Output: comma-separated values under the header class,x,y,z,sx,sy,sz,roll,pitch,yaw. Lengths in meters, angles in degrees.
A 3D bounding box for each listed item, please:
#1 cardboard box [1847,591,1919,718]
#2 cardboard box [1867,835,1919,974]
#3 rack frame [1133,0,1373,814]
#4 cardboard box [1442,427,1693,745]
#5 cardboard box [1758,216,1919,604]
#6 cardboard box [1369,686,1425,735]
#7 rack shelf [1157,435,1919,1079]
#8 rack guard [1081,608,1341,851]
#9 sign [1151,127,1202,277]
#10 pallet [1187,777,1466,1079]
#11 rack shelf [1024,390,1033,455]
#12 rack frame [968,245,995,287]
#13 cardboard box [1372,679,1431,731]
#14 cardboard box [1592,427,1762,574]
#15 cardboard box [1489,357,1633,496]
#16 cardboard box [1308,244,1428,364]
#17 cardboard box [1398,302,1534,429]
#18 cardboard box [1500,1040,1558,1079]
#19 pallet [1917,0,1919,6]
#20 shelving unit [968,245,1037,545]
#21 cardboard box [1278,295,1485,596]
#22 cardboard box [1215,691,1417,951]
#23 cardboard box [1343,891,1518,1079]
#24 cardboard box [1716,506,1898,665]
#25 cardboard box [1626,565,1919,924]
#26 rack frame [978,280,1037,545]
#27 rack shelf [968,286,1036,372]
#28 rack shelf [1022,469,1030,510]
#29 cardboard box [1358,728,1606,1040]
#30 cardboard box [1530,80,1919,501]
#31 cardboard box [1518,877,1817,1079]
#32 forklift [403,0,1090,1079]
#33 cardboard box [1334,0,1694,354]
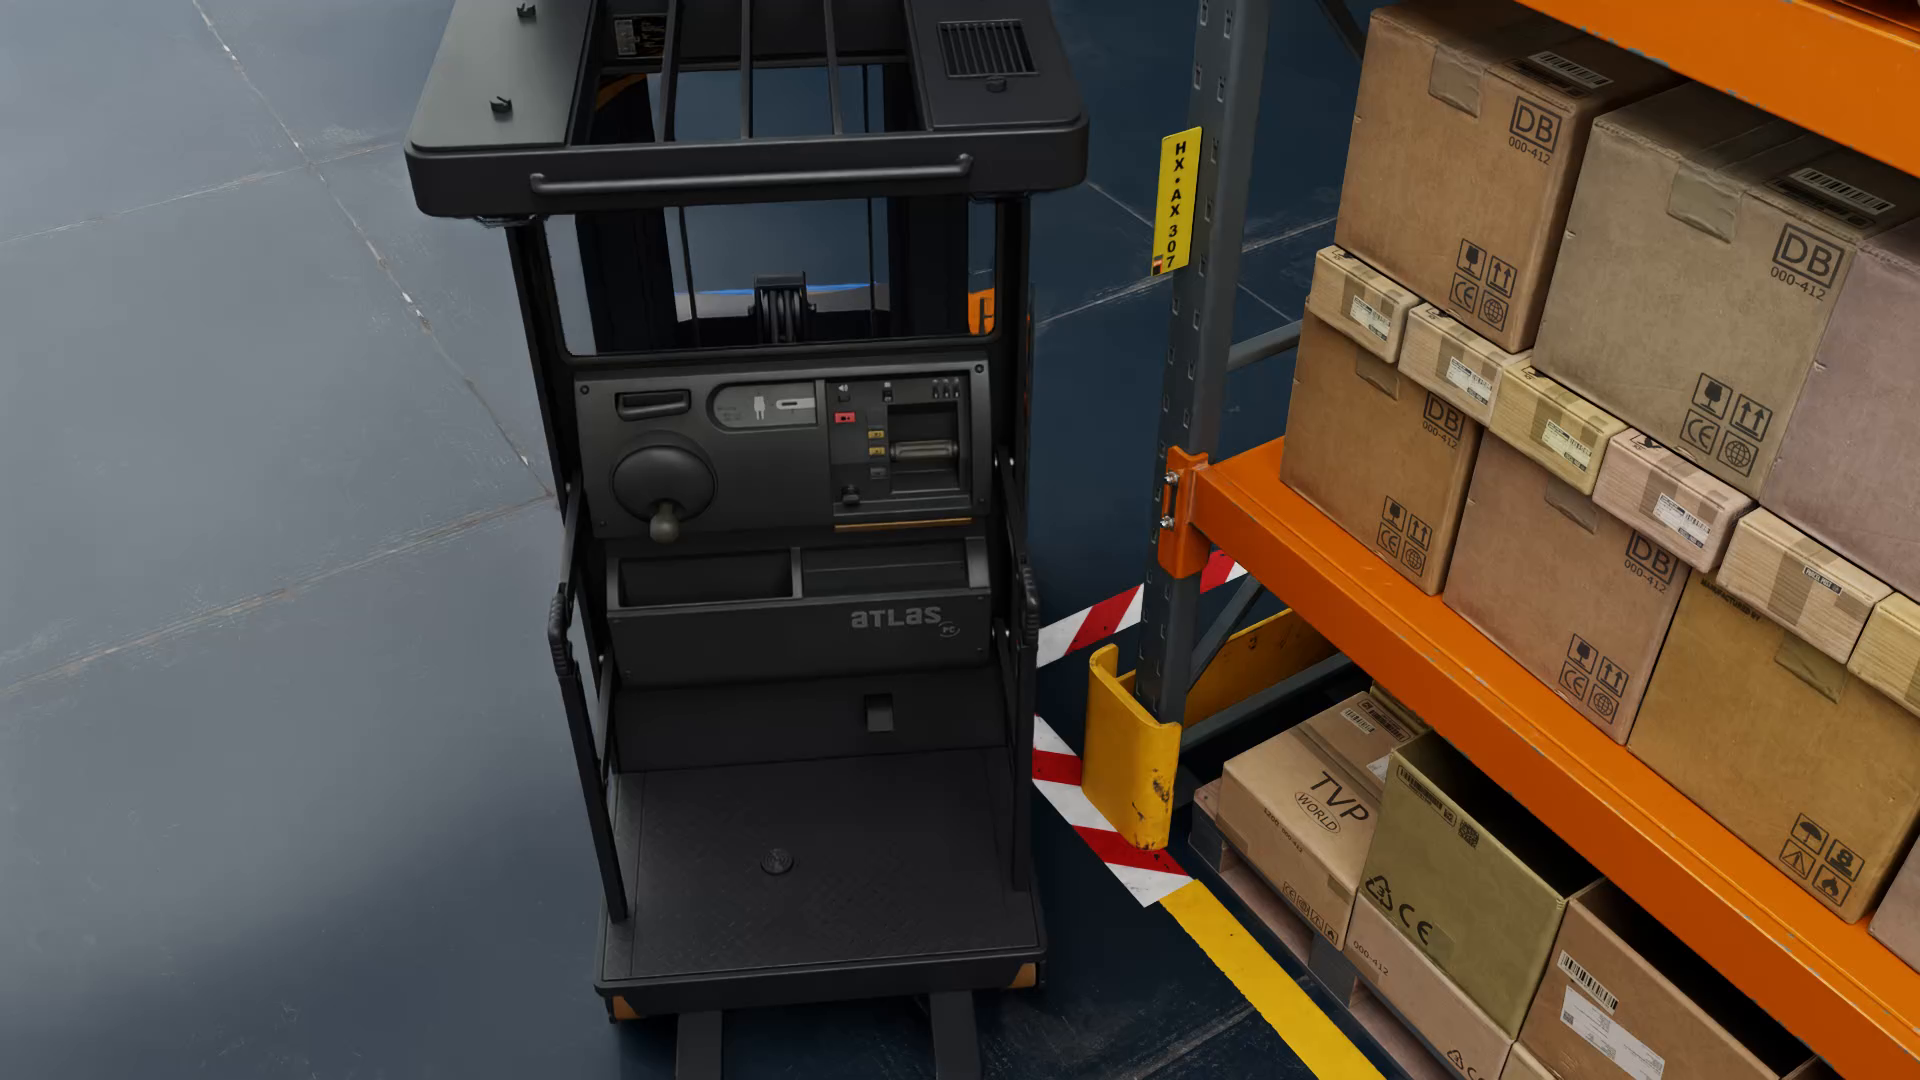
class,x,y,z,sx,sy,sz,roll,pitch,yaw
cardboard box,1.652,0.154,2.637,0.380,0.149,0.250,-23,45,-25
cardboard box,2.004,0.514,2.712,0.700,0.500,0.500,-21,44,-23
rack frame,0.929,-0.539,4.053,1.000,3.000,0.127,-22,45,-24
cardboard box,1.455,-0.039,3.375,0.700,0.500,0.500,-21,44,-23
cardboard box,1.756,-0.237,2.599,0.700,0.500,0.500,-22,45,-24
cardboard box,1.466,0.544,4.574,0.500,0.250,0.500,-22,45,-24
rack shelf,2.004,0.817,2.988,1.077,0.370,4.000,-22,45,-24
rack guard,0.916,0.409,4.869,1.175,0.500,0.348,-22,45,-24
sign,0.457,-0.714,3.525,0.100,0.325,0.005,-22,45,-24
pallet,1.375,0.931,4.468,1.003,0.211,1.213,-22,45,-24
rack shelf,0.083,-0.414,5.441,0.215,0.259,0.240,-19,43,-22
rack frame,0.024,-0.490,5.517,0.200,1.050,0.008,-19,43,-22
cardboard box,1.468,0.255,4.334,0.500,0.500,0.500,-22,45,-24
cardboard box,1.369,-0.127,2.974,0.380,0.149,0.250,-23,45,-25
cardboard box,1.235,-0.264,3.138,0.380,0.149,0.250,-22,45,-24
cardboard box,0.958,-0.540,3.470,0.380,0.149,0.250,-23,45,-25
cardboard box,1.102,-0.399,3.300,0.380,0.149,0.250,-23,45,-25
cardboard box,1.570,1.261,3.713,0.500,0.250,0.500,-22,45,-24
pallet,1.947,-0.607,1.861,1.003,0.211,1.213,-22,45,-24
shelving unit,0.083,-0.422,5.435,0.215,1.050,0.252,-19,43,-22
cardboard box,1.169,-0.321,3.713,0.700,0.500,0.500,-22,45,-24
cardboard box,1.029,0.723,4.360,0.500,0.250,0.500,-22,45,-24
cardboard box,1.301,0.991,4.037,0.500,0.250,0.500,-22,45,-24
cardboard box,1.514,0.016,2.802,0.380,0.149,0.250,-24,45,-26
cardboard box,1.717,0.231,3.051,0.700,0.500,0.500,-22,45,-24
rack frame,0.142,-0.353,5.352,0.200,1.050,0.008,-19,43,-22
rack shelf,0.084,-0.632,5.261,0.215,0.259,0.240,-19,43,-22
rack shelf,0.082,-0.199,5.619,0.215,0.259,0.240,-19,43,-22
cardboard box,1.300,0.704,3.796,0.500,0.500,0.500,-22,45,-24
cardboard box,1.485,-0.508,2.925,0.700,0.500,0.500,-23,45,-25
cardboard box,1.579,0.969,3.478,0.500,0.500,0.500,-22,45,-24
forklift,-0.371,-0.129,3.616,1.130,2.935,3.031,-4,40,-4
cardboard box,1.197,-0.790,3.264,0.700,0.500,0.500,-22,45,-24
